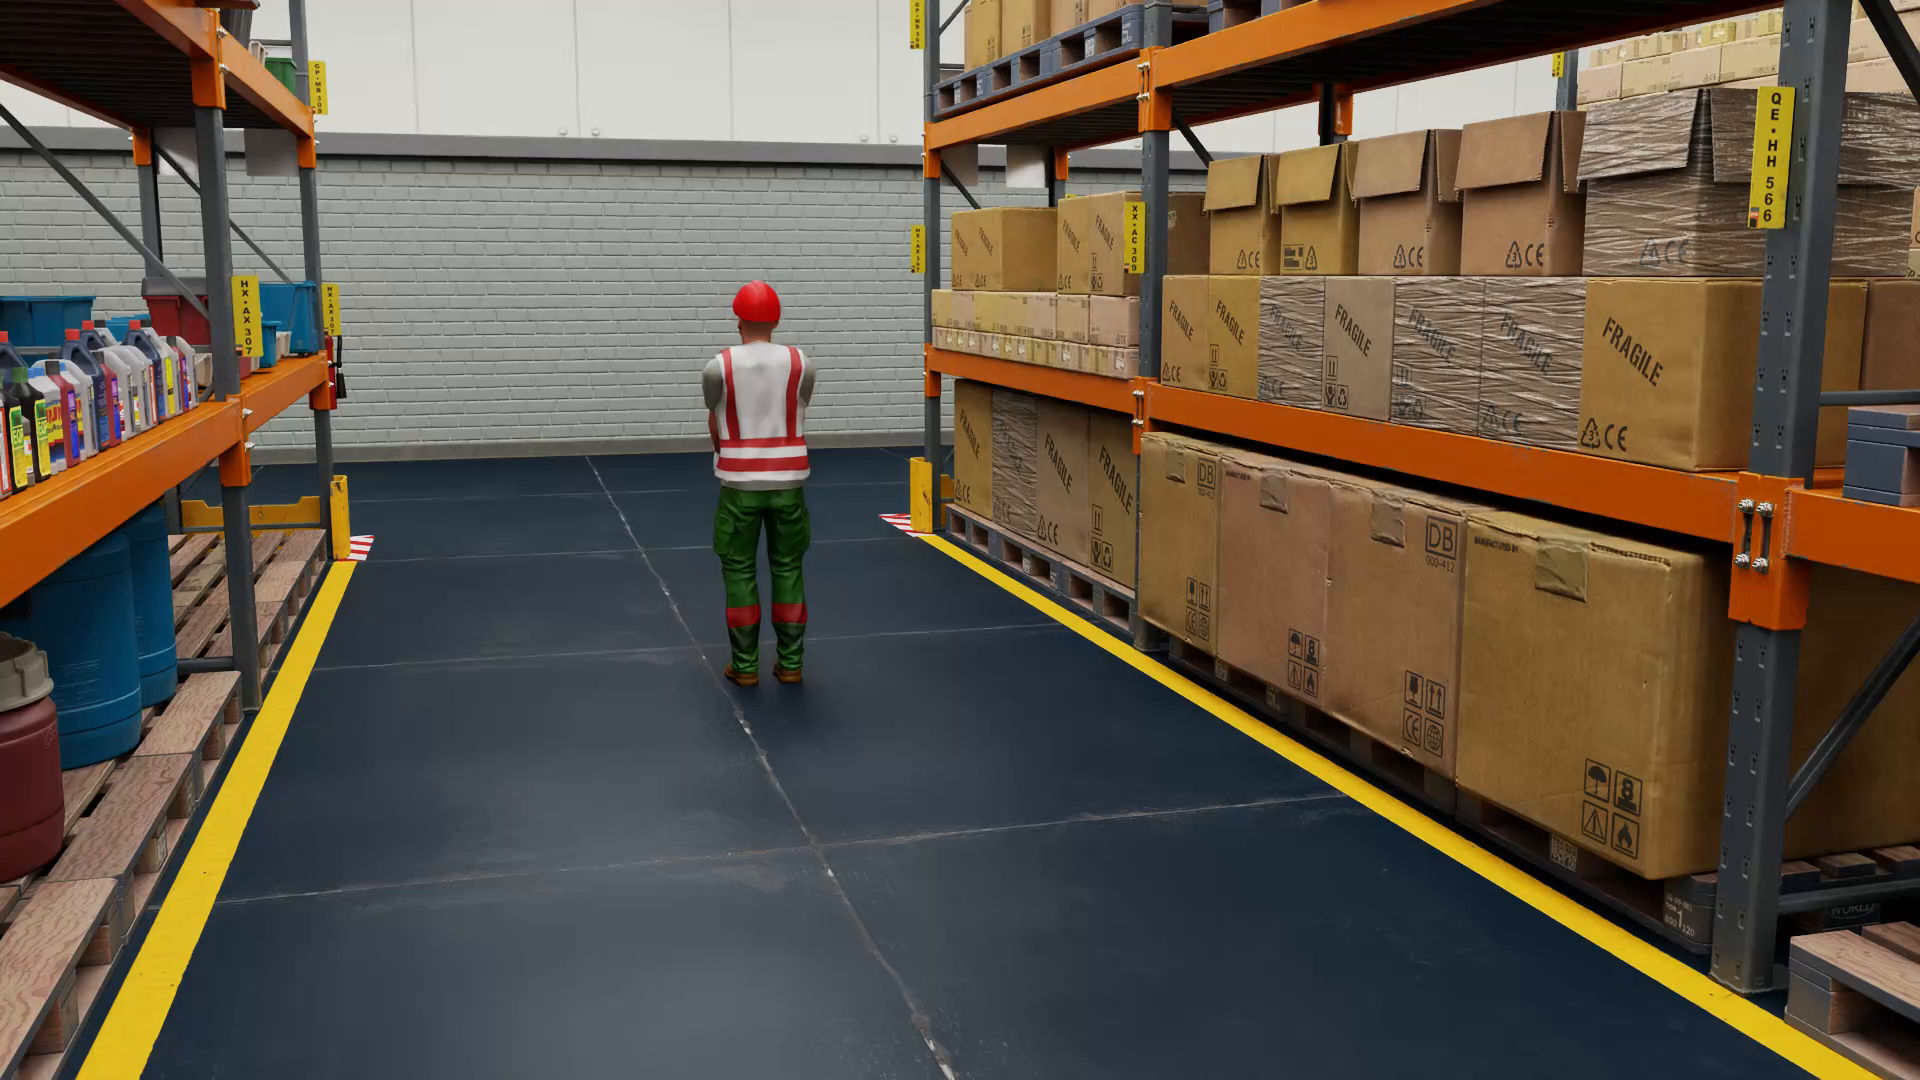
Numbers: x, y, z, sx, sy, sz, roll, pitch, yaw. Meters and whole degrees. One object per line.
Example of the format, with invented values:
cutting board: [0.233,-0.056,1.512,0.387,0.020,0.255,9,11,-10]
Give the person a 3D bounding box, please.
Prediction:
person: [-0.905,-0.255,7.399,0.493,1.782,0.570,-2,9,-15]
